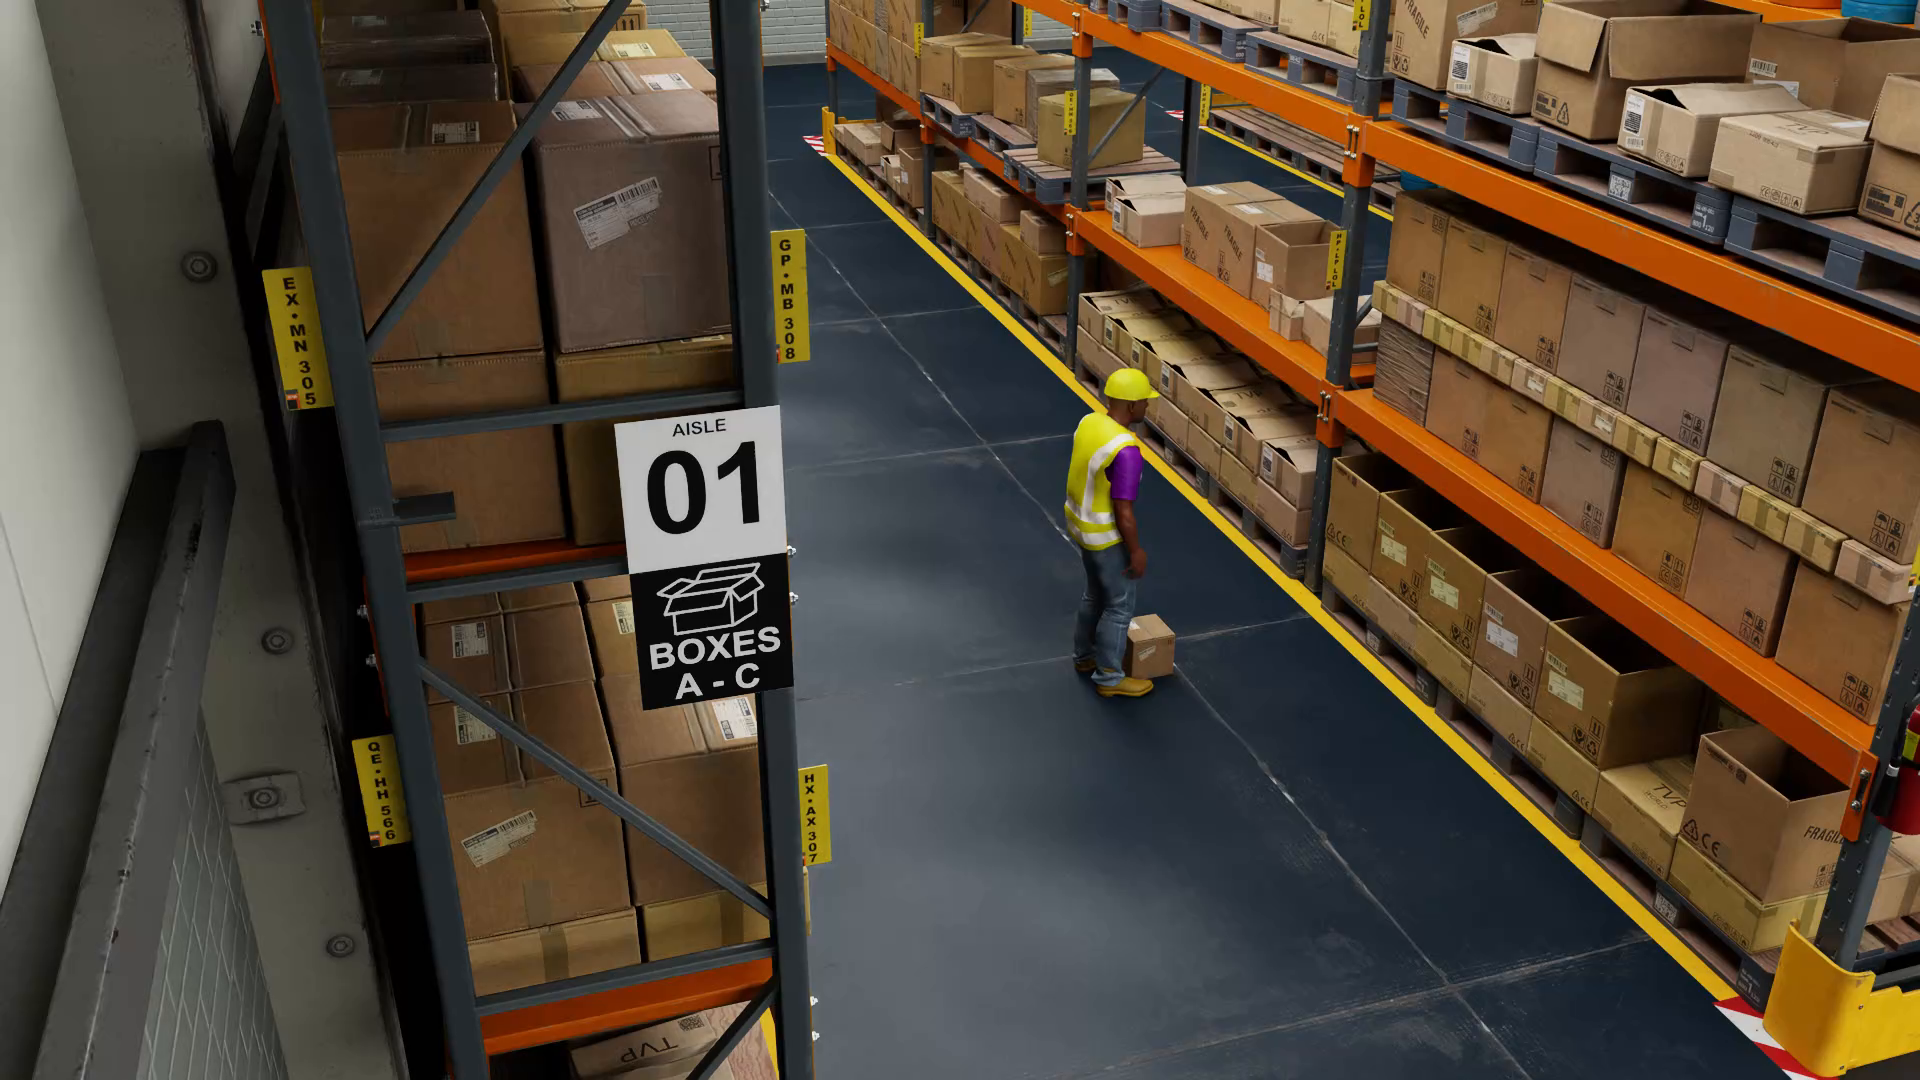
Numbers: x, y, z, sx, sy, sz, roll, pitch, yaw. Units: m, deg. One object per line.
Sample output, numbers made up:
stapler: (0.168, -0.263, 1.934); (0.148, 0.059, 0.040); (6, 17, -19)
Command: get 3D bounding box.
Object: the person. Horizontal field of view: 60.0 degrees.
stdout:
person: (0.794, -0.050, 8.695); (0.456, 1.761, 0.627); (-8, 27, -16)
